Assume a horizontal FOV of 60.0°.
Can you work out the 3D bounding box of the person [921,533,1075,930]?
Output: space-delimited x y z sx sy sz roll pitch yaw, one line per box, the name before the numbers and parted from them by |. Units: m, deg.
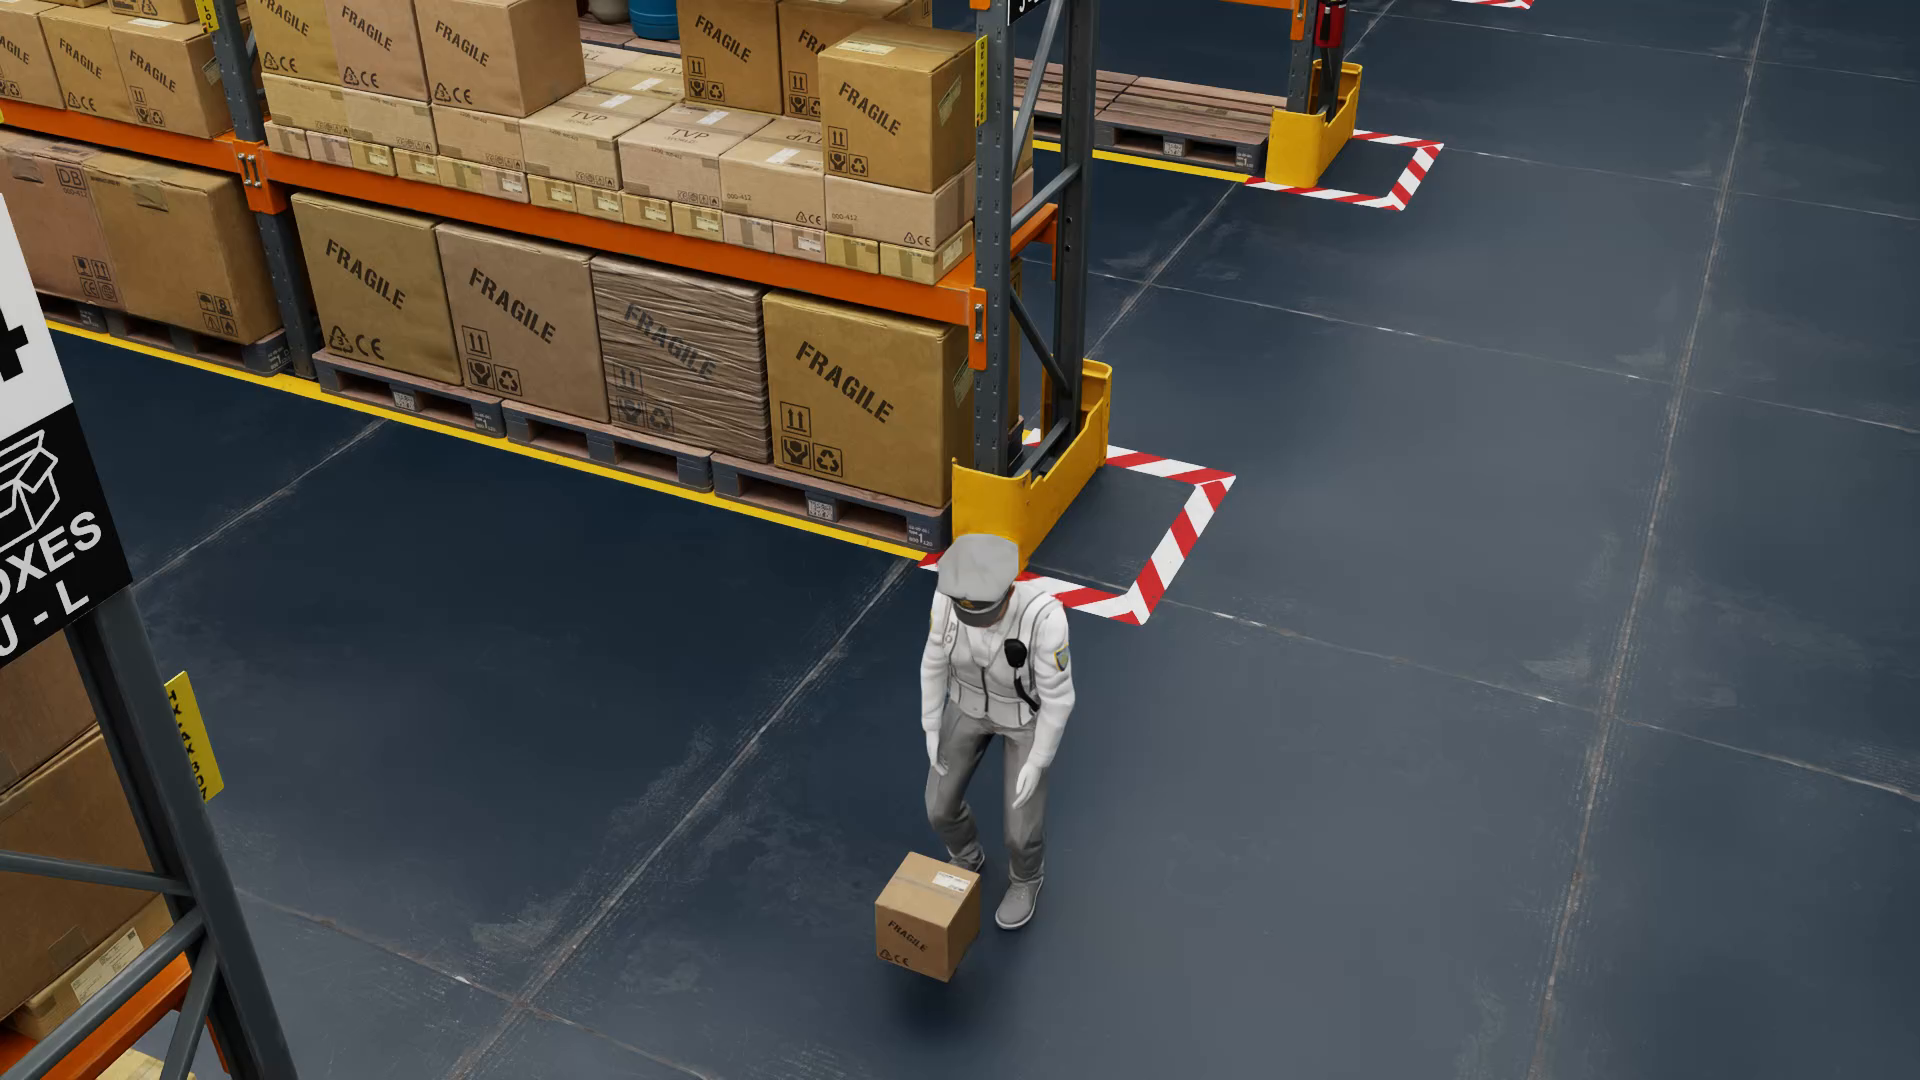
person | 0.118 0.609 5.340 0.520 1.559 0.548 15 37 21
